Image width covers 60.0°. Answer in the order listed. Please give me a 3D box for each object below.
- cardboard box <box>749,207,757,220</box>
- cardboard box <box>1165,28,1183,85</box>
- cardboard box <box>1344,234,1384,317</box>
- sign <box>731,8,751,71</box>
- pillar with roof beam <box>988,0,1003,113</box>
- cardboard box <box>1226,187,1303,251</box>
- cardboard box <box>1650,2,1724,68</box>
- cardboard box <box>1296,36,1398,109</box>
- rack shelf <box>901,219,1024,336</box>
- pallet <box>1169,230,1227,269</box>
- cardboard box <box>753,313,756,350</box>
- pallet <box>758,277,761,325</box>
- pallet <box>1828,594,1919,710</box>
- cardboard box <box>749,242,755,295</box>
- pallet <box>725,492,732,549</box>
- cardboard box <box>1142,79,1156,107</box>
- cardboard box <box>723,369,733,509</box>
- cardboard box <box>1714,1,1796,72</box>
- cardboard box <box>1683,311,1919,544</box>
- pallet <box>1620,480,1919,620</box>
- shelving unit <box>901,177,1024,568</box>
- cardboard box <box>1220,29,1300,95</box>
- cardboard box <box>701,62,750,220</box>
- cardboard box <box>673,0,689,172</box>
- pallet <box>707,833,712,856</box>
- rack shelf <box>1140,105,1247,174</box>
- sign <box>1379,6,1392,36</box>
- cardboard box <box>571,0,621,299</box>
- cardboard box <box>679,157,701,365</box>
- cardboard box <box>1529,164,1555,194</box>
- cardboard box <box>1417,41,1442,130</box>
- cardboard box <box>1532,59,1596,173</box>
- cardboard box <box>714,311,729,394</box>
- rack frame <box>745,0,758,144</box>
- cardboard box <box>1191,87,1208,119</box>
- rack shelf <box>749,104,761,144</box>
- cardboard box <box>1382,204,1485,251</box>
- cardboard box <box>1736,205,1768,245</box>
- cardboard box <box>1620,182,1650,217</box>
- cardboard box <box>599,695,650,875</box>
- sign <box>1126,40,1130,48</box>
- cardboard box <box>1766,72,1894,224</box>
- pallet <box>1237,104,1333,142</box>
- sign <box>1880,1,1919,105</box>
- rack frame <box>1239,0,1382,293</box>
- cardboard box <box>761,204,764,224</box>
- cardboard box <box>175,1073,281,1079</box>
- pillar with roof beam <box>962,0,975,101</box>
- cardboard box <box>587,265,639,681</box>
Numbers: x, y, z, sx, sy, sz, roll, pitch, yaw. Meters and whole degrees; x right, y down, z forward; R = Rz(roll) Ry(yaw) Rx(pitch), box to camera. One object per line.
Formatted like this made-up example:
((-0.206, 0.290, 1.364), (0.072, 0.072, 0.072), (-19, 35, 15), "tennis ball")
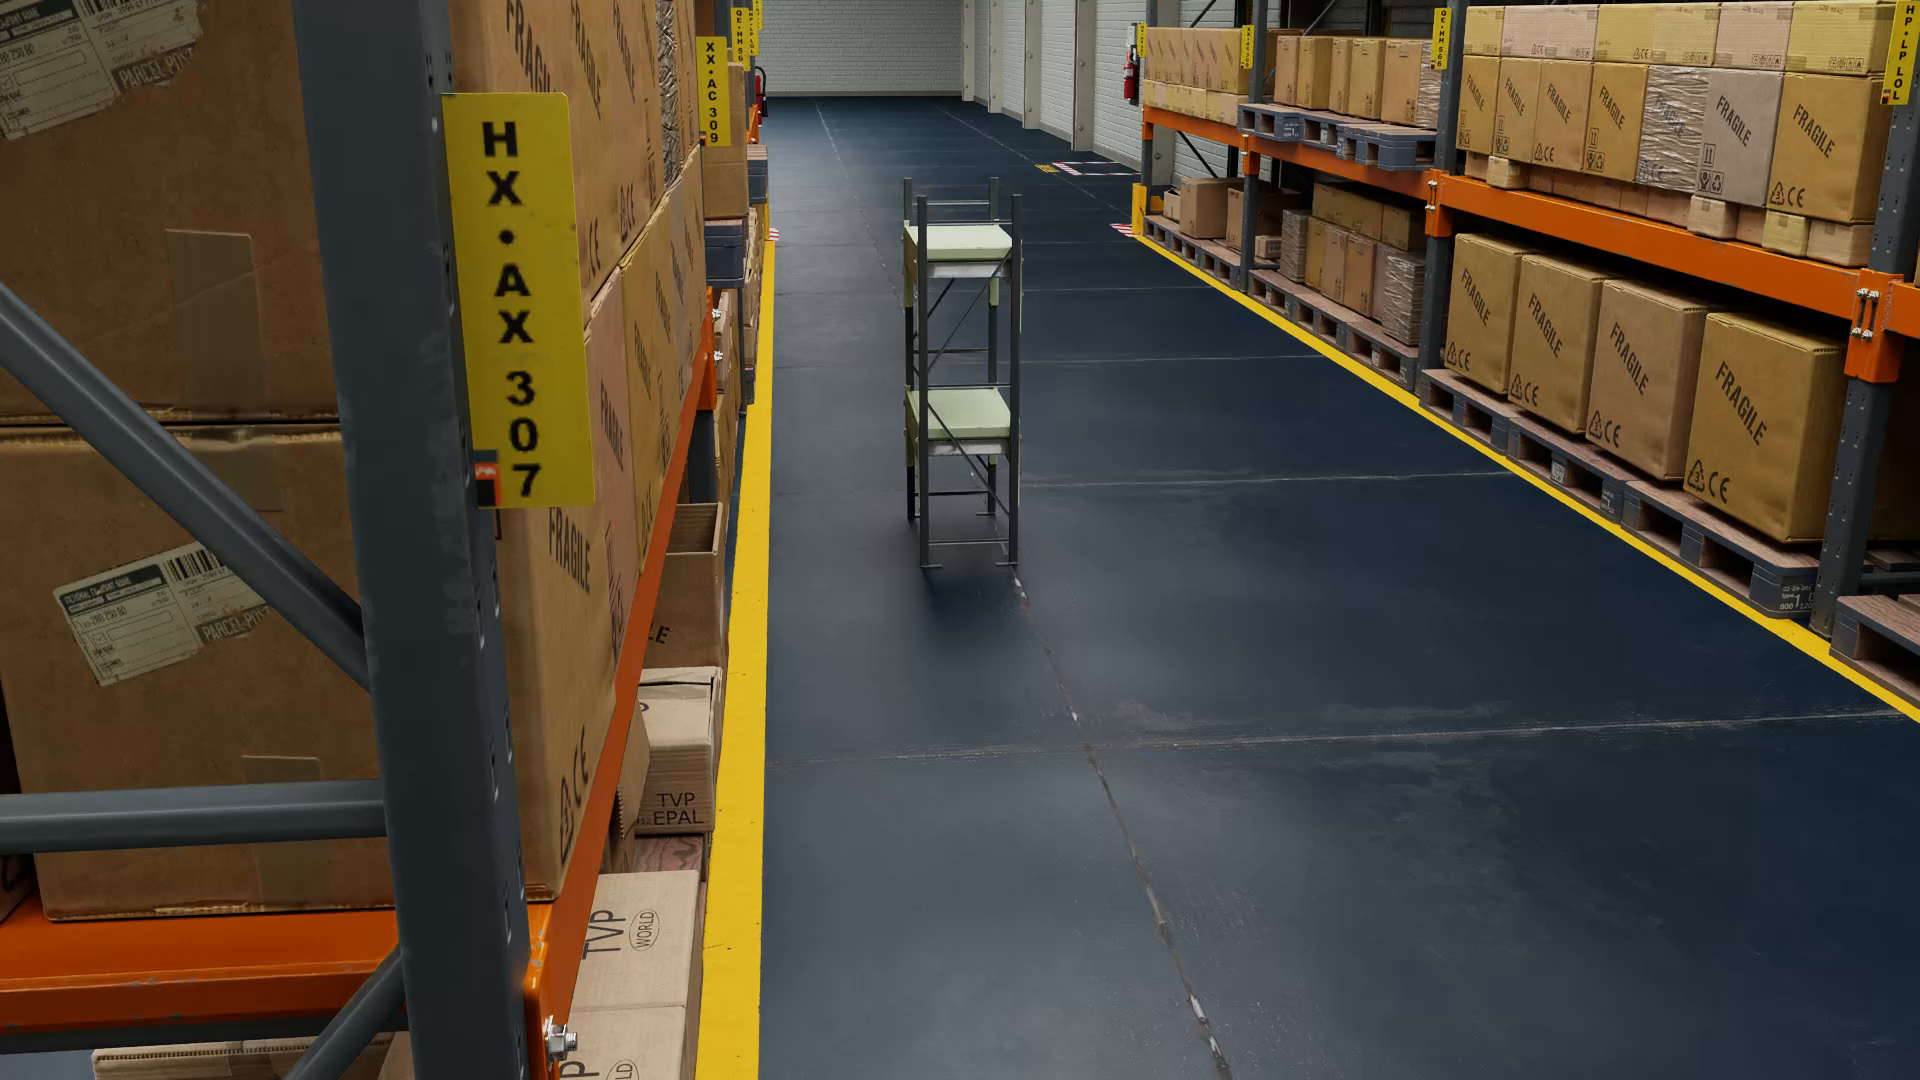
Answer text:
((-1.798, -2.372, 12.678), (0.500, 0.311, 0.500), (-2, 18, -6), "cardboard box")
((2.228, -4.516, 15.520), (0.500, 0.500, 0.500), (-2, 18, -7), "cardboard box")
((3.071, -1.825, 11.420), (0.700, 0.500, 0.500), (-2, 18, -6), "cardboard box")
((-1.174, -2.670, 8.874), (0.100, 0.325, 0.005), (-2, 18, -6), "sign")
((-3.436, -14.371, 37.930), (9.100, 9.000, 0.400), (-2, 18, -6), "pillar with roof beam")
((2.655, -2.807, 14.550), (0.500, 0.500, 0.500), (-3, 18, -10), "cardboard box")
((3.228, -2.091, 6.881), (0.500, 0.250, 0.500), (-1, 17, -5), "cardboard box")
((2.871, -3.420, 12.162), (0.700, 0.500, 0.500), (0, 17, 0), "cardboard box")
((-0.001, -1.090, 6.842), (0.431, 0.370, 0.720), (-2, 18, -6), "rack shelf")
((2.568, -2.715, 15.472), (1.003, 0.211, 1.213), (-2, 18, -6), "pallet")
((-1.527, -1.339, 10.325), (0.500, 0.250, 0.500), (-2, 18, -7), "cardboard box")
((-2.010, -1.779, 12.491), (1.003, 0.211, 1.213), (-2, 18, -6), "pallet")
((3.627, 0.461, 5.356), (1.003, 0.211, 1.213), (-2, 18, -6), "pallet")
((-1.587, -1.765, 10.746), (0.500, 0.311, 0.500), (-2, 18, -7), "cardboard box")
((-1.551, -0.219, 7.523), (1.003, 0.211, 1.213), (-2, 18, -6), "pallet")
((2.124, -4.456, 16.581), (0.500, 0.250, 0.500), (-2, 18, -7), "cardboard box")
((-1.218, -0.421, 6.949), (0.500, 0.500, 0.500), (-2, 17, -5), "cardboard box")
((3.281, -1.939, 6.397), (0.500, 0.250, 0.500), (-1, 17, -4), "cardboard box")
((3.430, -0.463, 6.531), (0.750, 0.750, 0.750), (-2, 17, -5), "cardboard box")
((3.472, 0.004, 6.811), (1.003, 0.211, 1.213), (-2, 18, -6), "pallet")
((-0.001, -0.718, 6.959), (0.431, 1.500, 0.755), (-2, 18, -6), "shelving unit")
((2.445, -3.909, 13.585), (0.500, 0.500, 0.500), (-2, 18, -6), "cardboard box")
((-1.126, -1.340, 5.571), (0.700, 0.500, 0.500), (-8, 19, -24), "cardboard box")
((-0.935, -1.174, 4.072), (0.500, 0.500, 0.500), (-2, 18, -7), "cardboard box")
((-1.230, 0.591, 4.943), (1.003, 0.211, 1.213), (-2, 18, -6), "pallet")
((2.595, -3.735, 15.266), (1.077, 0.370, 4.000), (-2, 18, -6), "rack shelf")
((3.353, -4.053, 13.145), (0.100, 0.325, 0.005), (-2, 18, -6), "sign")
((-0.732, -0.573, 2.159), (0.500, 0.500, 0.500), (-2, 18, -5), "cardboard box")
((-0.939, -0.697, 4.224), (0.500, 0.500, 0.500), (-1, 17, -4), "cardboard box")
((3.127, -1.846, 8.436), (0.380, 0.149, 0.250), (-2, 18, -6), "cardboard box")
((3.156, -2.687, 9.828), (0.700, 0.500, 0.500), (-4, 18, -12), "cardboard box")
((3.105, -2.032, 7.946), (0.500, 0.500, 0.500), (-2, 18, -6), "cardboard box")
((-1.211, -0.769, 6.805), (0.500, 0.250, 0.500), (-2, 18, -6), "cardboard box")
((-2.538, -4.519, 16.565), (1.000, 3.000, 0.127), (-2, 18, -6), "rack frame")
((2.341, -3.850, 14.649), (0.500, 0.250, 0.500), (-2, 18, -6), "cardboard box")
((-2.331, -3.580, 14.775), (1.077, 0.370, 4.000), (-2, 18, -6), "rack shelf")
((3.092, -2.050, 10.885), (0.500, 0.250, 0.500), (-1, 17, -5), "cardboard box")
((3.279, -1.233, 6.483), (0.380, 0.149, 0.250), (-1, 17, -4), "cardboard box")
((3.207, -1.539, 7.459), (0.380, 0.149, 0.250), (-1, 17, -4), "cardboard box")
((-1.101, 0.596, 3.703), (0.797, 0.503, 0.637), (-2, 18, -6), "cardboard box")
((2.523, -7.453, 24.965), (0.001, 0.109, 0.331), (-2, 18, -6), "sign")
((3.329, -1.427, 6.019), (0.500, 0.500, 0.500), (-2, 18, -7), "cardboard box")
((2.736, -3.158, 12.549), (1.003, 0.211, 1.213), (-2, 18, -6), "pallet")
((3.088, -1.593, 5.444), (0.100, 0.325, 0.005), (-2, 18, -6), "sign")
((2.802, -3.482, 13.260), (1.000, 3.000, 0.127), (-2, 18, -6), "rack frame")
((-1.965, -3.020, 14.425), (0.500, 0.500, 0.500), (-2, 18, -6), "cardboard box")
((-1.189, 1.076, 2.181), (0.500, 0.500, 0.500), (-2, 18, -6), "cardboard box")
((-4.055, -16.159, 43.624), (9.100, 9.000, 0.400), (-2, 18, -6), "pillar with roof beam")
((-0.729, -0.094, 2.302), (0.500, 0.500, 0.500), (-2, 18, -6), "cardboard box")
